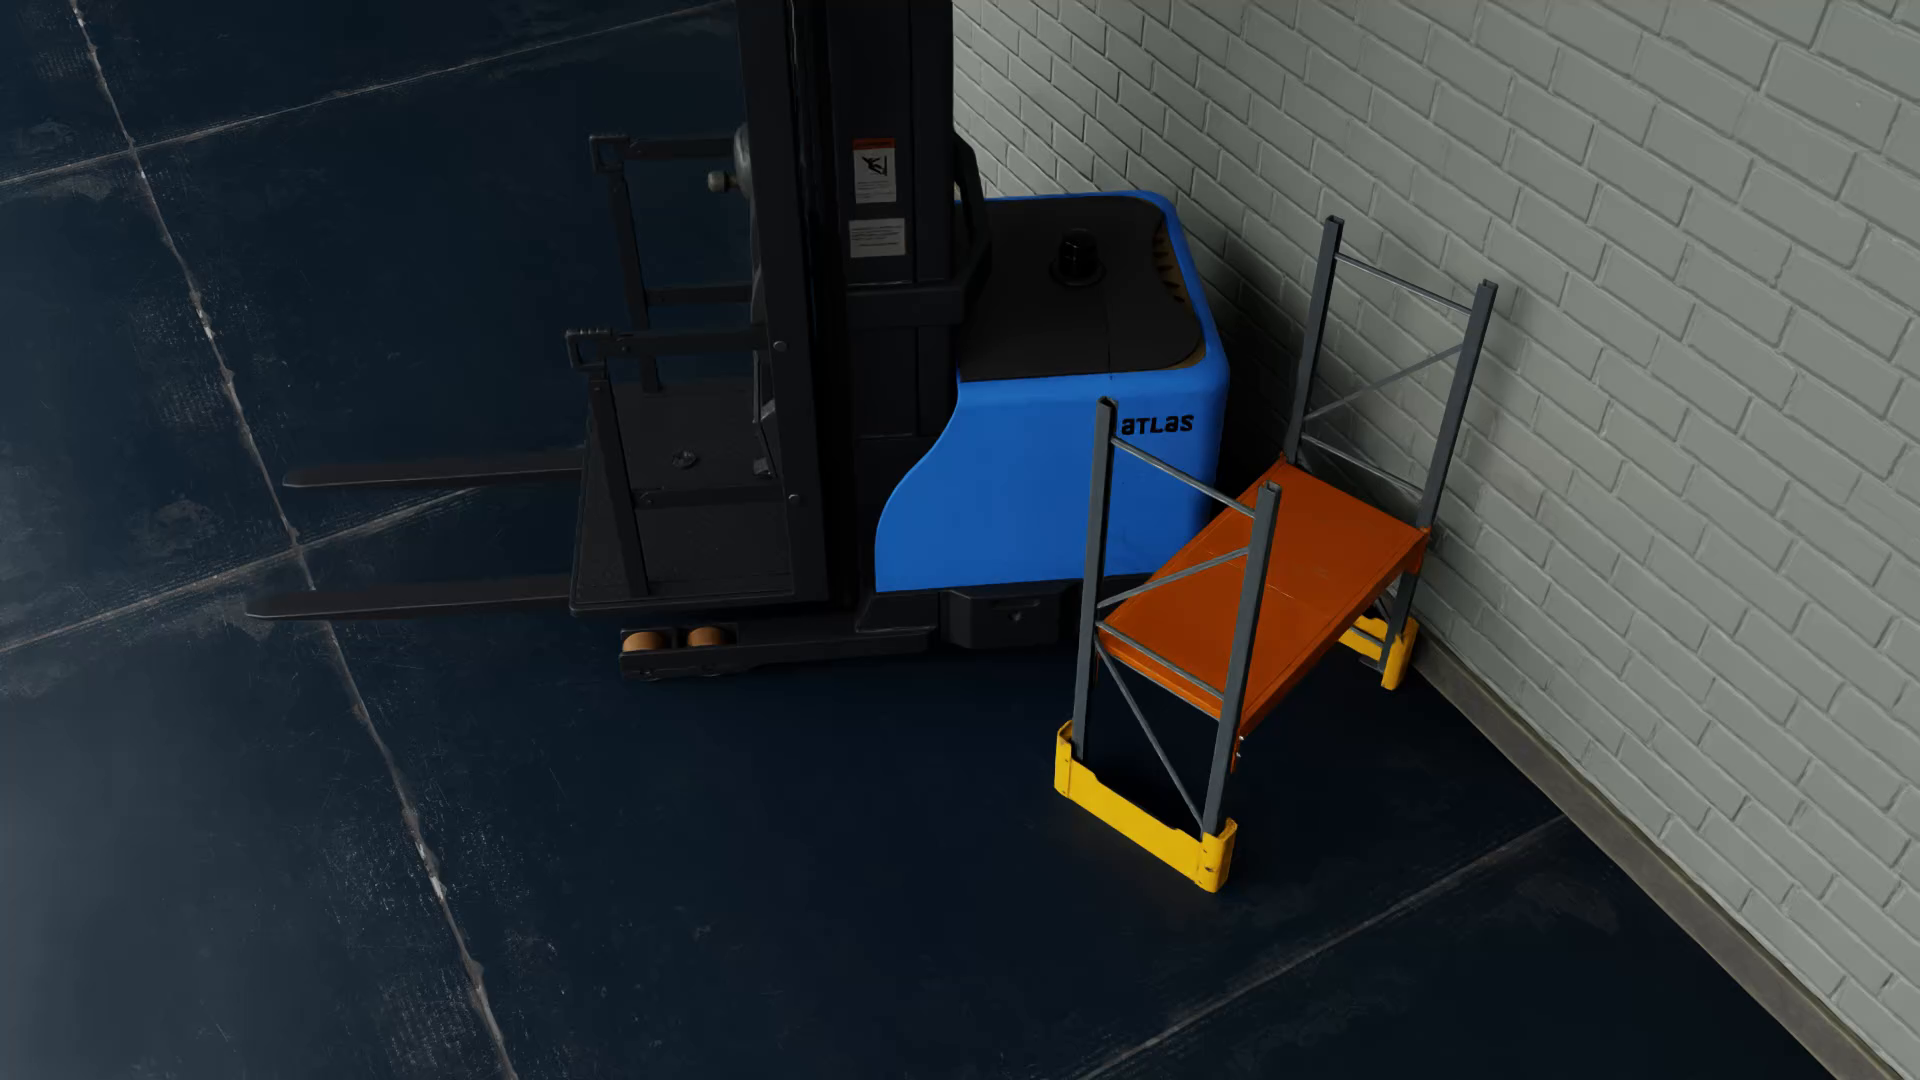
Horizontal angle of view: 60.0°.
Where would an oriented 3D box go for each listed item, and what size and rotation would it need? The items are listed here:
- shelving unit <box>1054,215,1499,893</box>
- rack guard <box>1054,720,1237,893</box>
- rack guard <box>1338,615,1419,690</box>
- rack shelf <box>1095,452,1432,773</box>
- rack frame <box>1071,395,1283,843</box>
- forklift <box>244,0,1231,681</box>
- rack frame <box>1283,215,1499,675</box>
[{"bbox_3d":[0.848,0.051,4.621,0.587,1.500,1.083,31,52,28],"label":"shelving unit"},{"bbox_3d":[0.523,0.762,4.785,0.587,0.250,0.087,31,52,28],"label":"rack guard"},{"bbox_3d":[1.173,0.236,5.327,0.587,0.250,0.087,31,52,28],"label":"rack guard"},{"bbox_3d":[0.854,0.175,4.751,0.538,0.185,1.000,31,52,28],"label":"rack shelf"},{"bbox_3d":[0.522,0.315,4.349,0.500,1.500,0.032,31,52,28],"label":"rack frame"},{"bbox_3d":[-0.759,-0.990,4.666,3.031,2.935,1.130,-4,44,-4],"label":"forklift"},{"bbox_3d":[1.185,-0.222,4.902,0.500,1.500,0.032,31,52,28],"label":"rack frame"}]
